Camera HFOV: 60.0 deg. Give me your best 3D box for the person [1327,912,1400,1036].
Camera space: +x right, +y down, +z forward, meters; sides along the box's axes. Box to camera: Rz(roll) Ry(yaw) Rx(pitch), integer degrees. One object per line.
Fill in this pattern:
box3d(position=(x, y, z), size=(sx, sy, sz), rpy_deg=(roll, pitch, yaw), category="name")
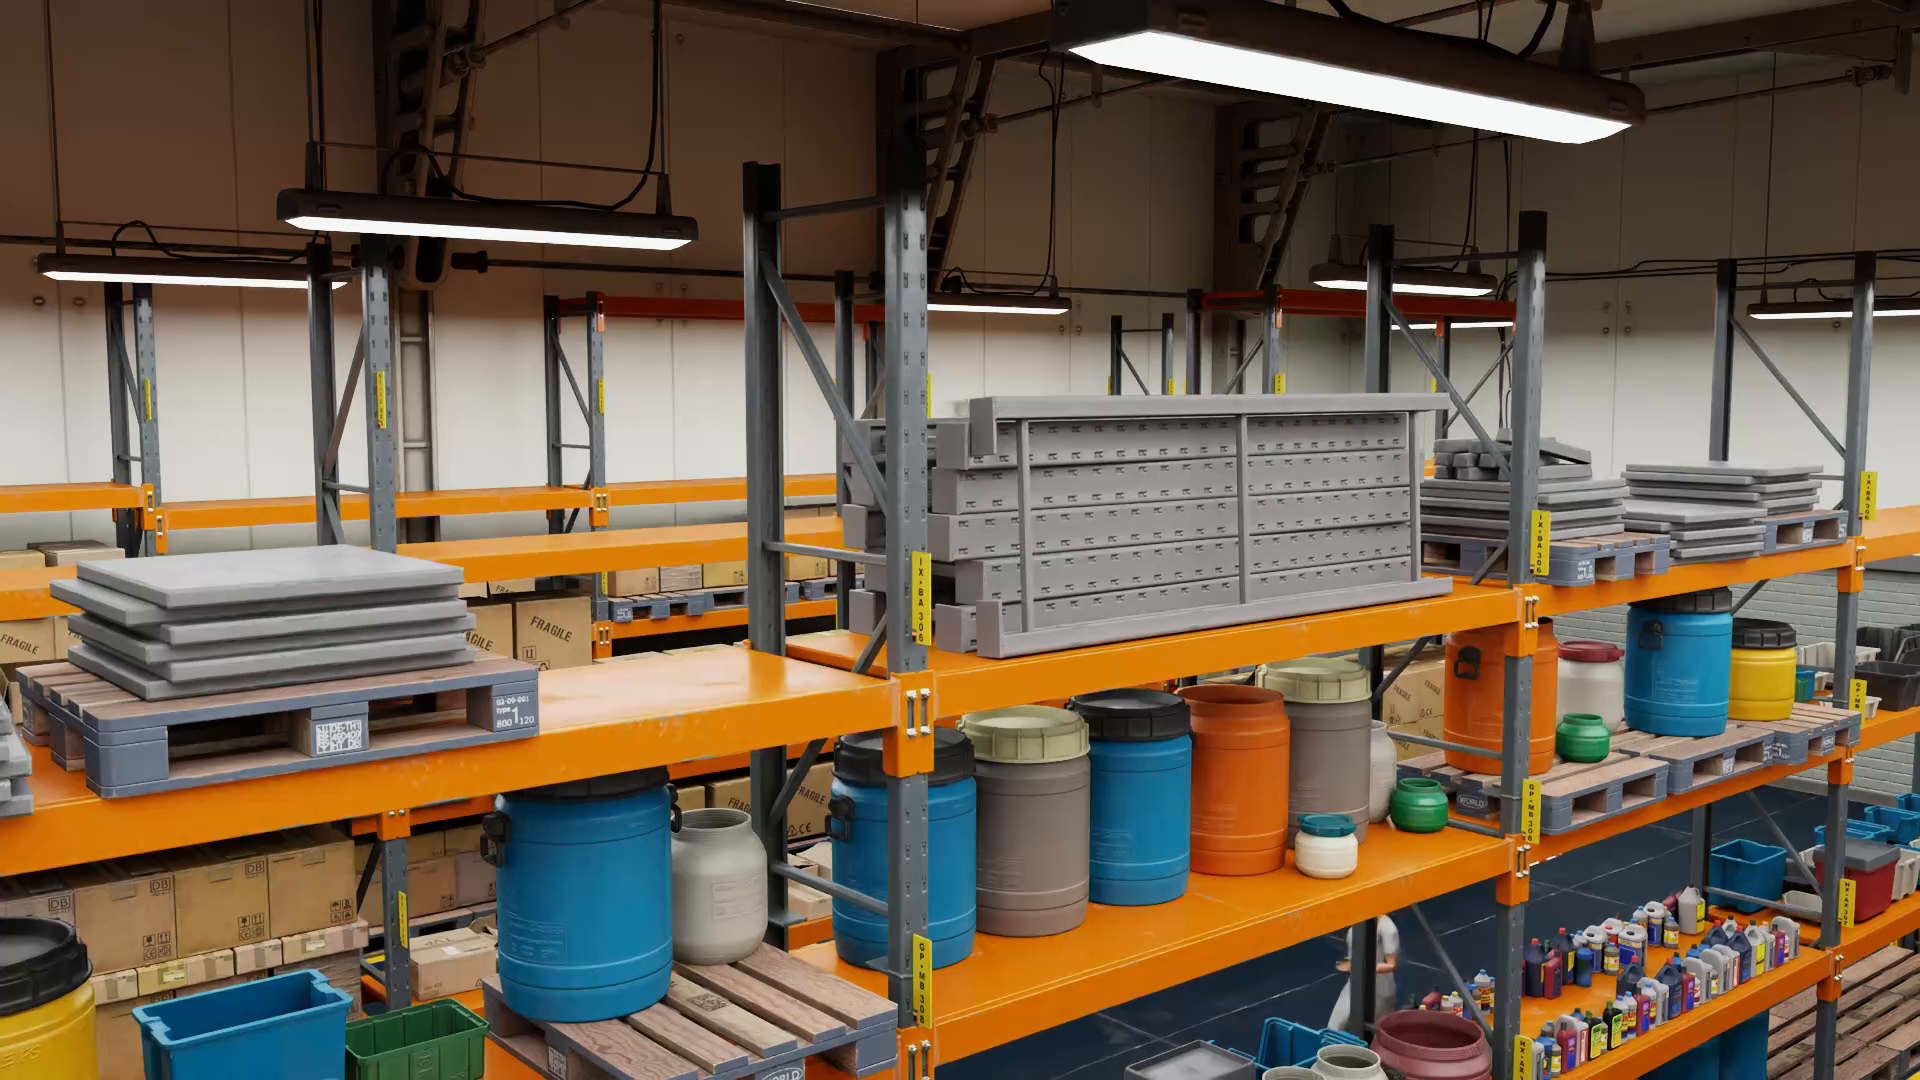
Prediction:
box3d(position=(2.919, 3.204, 11.758), size=(0.689, 1.679, 0.516), rpy_deg=(-4, 7, -33), category="person")
